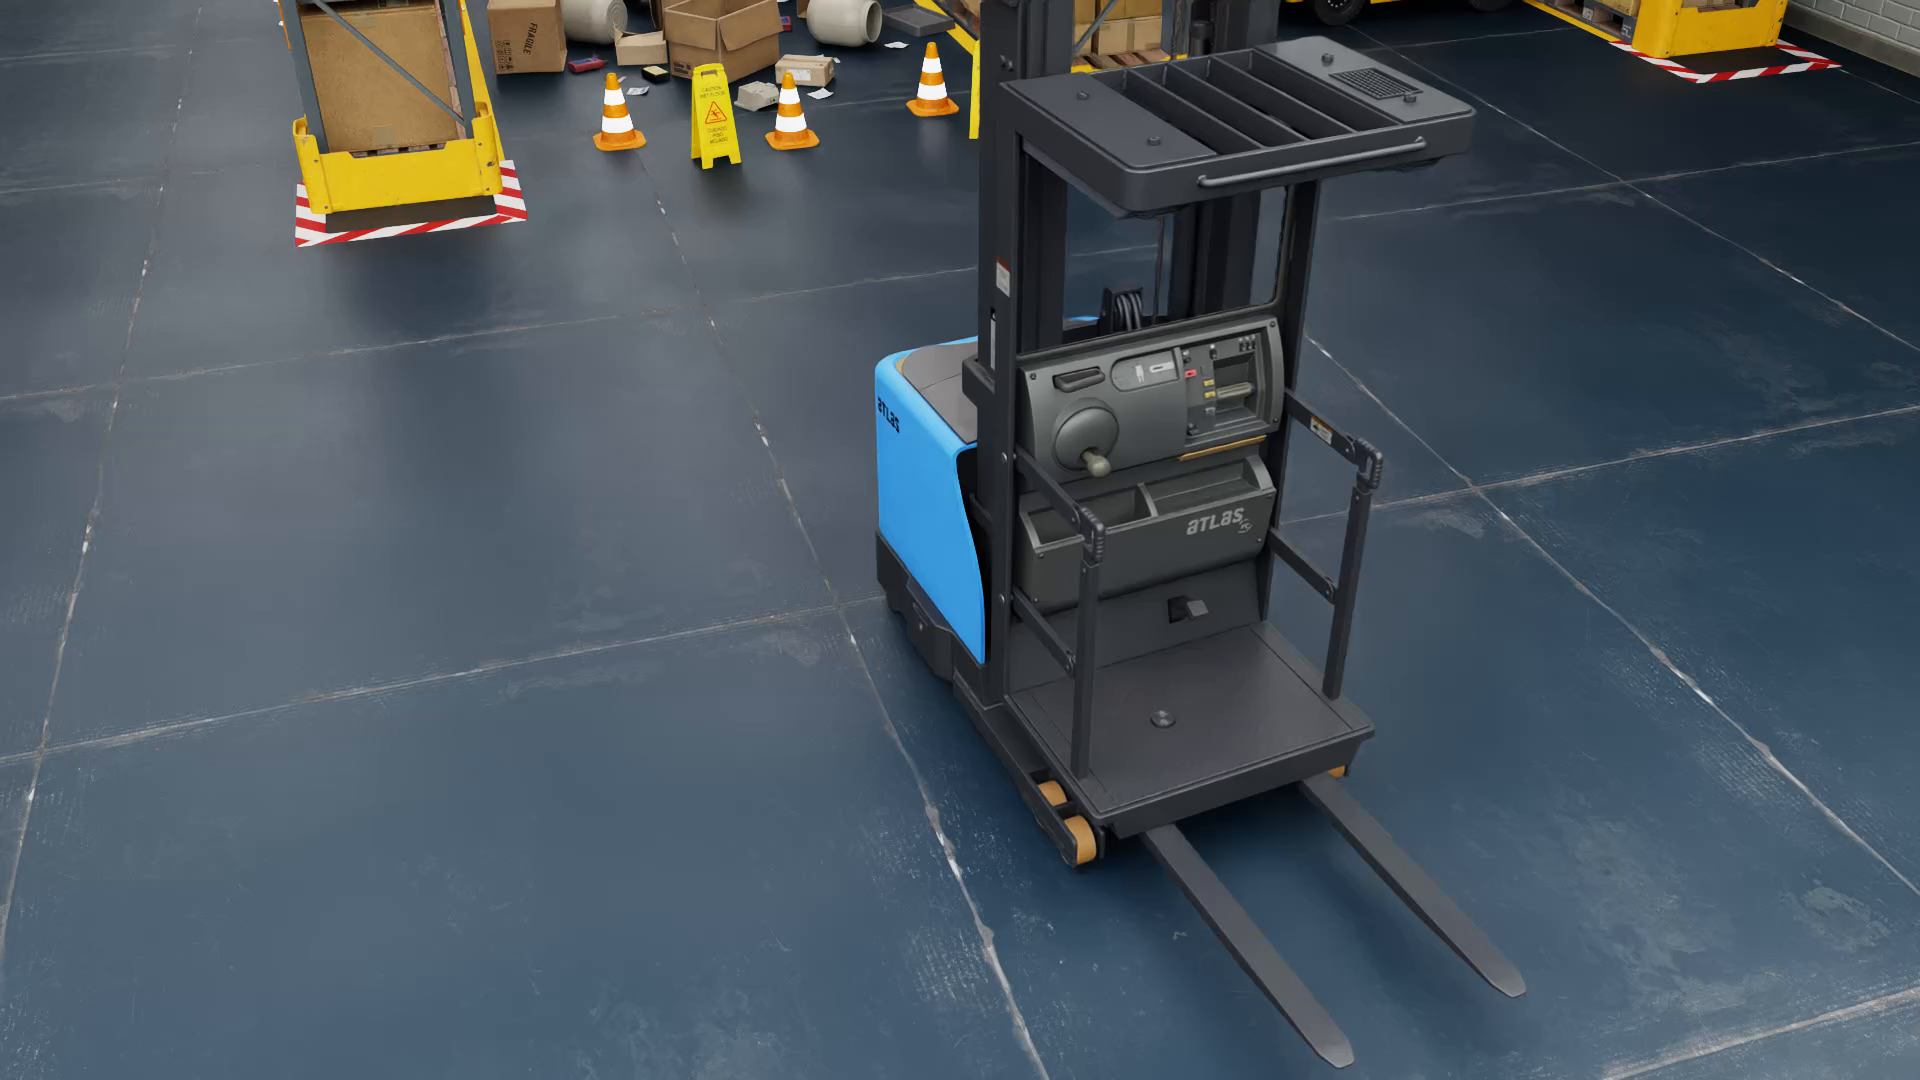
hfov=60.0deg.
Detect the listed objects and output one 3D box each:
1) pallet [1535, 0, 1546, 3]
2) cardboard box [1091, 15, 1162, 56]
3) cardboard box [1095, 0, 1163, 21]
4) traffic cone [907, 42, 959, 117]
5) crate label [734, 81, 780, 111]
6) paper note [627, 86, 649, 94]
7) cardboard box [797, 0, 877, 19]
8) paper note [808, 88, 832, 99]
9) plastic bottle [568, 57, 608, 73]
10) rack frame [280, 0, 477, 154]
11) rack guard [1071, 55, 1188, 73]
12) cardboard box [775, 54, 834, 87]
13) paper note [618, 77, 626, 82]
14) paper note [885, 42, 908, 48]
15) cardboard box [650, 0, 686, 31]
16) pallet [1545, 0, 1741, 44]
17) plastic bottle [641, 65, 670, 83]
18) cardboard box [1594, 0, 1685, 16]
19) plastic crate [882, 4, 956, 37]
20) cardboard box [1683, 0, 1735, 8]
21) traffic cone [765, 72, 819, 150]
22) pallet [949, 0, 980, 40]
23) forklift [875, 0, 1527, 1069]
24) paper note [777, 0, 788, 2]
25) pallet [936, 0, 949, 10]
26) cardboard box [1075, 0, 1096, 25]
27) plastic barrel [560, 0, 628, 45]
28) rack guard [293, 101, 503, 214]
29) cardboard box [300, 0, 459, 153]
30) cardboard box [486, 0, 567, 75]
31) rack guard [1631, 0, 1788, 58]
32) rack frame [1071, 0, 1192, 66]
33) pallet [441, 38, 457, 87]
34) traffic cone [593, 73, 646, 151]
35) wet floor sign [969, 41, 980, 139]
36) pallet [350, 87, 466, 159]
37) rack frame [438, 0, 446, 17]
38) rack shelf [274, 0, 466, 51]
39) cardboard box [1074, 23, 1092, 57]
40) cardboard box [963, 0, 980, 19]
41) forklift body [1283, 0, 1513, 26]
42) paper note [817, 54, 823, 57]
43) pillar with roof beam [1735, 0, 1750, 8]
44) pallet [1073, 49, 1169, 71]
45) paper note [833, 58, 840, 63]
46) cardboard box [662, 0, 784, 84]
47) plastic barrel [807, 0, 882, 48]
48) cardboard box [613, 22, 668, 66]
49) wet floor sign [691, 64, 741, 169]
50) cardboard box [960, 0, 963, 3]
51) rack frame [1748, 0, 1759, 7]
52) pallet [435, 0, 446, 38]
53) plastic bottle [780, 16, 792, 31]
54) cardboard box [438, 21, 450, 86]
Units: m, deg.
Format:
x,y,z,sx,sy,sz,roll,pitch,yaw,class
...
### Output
x,y,z,sx,sy,sz,roll,pitch,yaw,class
5.248,-5.055,14.708,1.003,0.211,1.213,-10,35,-15,pallet
1.181,-3.846,12.462,0.500,0.250,0.500,-10,35,-15,cardboard box
1.173,-4.171,12.274,0.500,0.500,0.500,-11,35,-16,cardboard box
-0.196,-3.298,11.821,0.336,0.463,0.334,-10,35,-15,traffic cone
-1.448,-3.199,11.967,0.298,0.136,0.250,27,42,34,crate label
-2.368,-3.310,12.232,0.144,0.017,0.142,1,33,2,paper note
-1.026,-4.615,13.778,0.500,0.500,0.500,13,36,18,cardboard box
-1.020,-3.271,12.172,0.148,0.019,0.142,-23,40,-31,paper note
-2.835,-3.630,12.689,0.283,0.061,0.133,-23,40,-31,plastic bottle
-3.520,-3.462,9.769,1.000,3.000,0.127,-10,35,-15,rack frame
1.140,-3.345,11.858,1.175,0.500,0.348,-10,35,-15,rack guard
-1.160,-3.506,12.421,0.380,0.149,0.250,7,34,10,cardboard box
-2.538,-3.454,12.468,0.032,0.001,0.123,7,34,10,paper note
-0.500,-3.921,13.156,0.142,0.019,0.148,-23,40,-31,paper note
-2.076,-4.349,13.252,0.797,0.637,0.503,-10,35,-15,cardboard box
5.616,-4.415,13.741,1.003,0.211,1.213,-10,35,-15,pallet
-2.306,-3.512,12.510,0.133,0.061,0.283,-23,40,-31,plastic bottle
5.445,-4.406,13.310,0.500,0.250,0.500,-10,35,-14,cardboard box
-0.359,-4.267,13.636,0.402,0.080,0.583,-23,40,-31,plastic crate
5.926,-4.503,13.457,0.500,0.250,0.500,-10,35,-15,cardboard box
-1.149,-2.933,11.269,0.336,0.463,0.334,-10,35,-15,traffic cone
0.558,-4.296,13.560,1.003,0.211,1.213,-10,35,-15,pallet
0.727,-0.403,5.201,1.130,2.935,3.031,-14,36,-20,forklift
-1.520,-4.644,14.250,0.148,0.019,0.142,-10,35,-15,paper note
0.182,-4.938,14.531,1.003,0.211,1.213,-10,35,-15,pallet
0.671,-4.065,12.114,0.500,0.500,0.500,-10,35,-14,cardboard box
-2.933,-4.150,13.146,0.512,0.421,0.421,13,36,18,plastic barrel
-3.512,-2.407,10.439,1.175,0.500,0.348,-10,35,-15,rack guard
-3.789,-3.096,10.761,0.875,0.875,0.875,-10,35,-14,cardboard box
-3.289,-3.878,12.663,0.500,0.500,0.500,-4,34,-6,cardboard box
5.897,-4.129,13.045,1.175,0.500,0.348,-10,35,-15,rack guard
1.164,-4.348,11.109,1.000,3.000,0.127,-10,35,-15,rack frame
-4.207,-3.345,12.120,1.003,0.211,1.213,-10,35,-15,pallet
-2.329,-2.921,11.251,0.336,0.463,0.334,-10,35,-15,traffic cone
0.203,-3.086,11.334,0.267,0.644,0.232,1,33,2,wet floor sign
-3.838,-2.705,11.153,1.003,0.211,1.213,-10,35,-15,pallet
-4.740,-5.562,12.947,1.000,3.000,0.127,-10,35,-15,rack frame
-4.130,-4.212,11.556,1.077,0.370,4.000,-10,35,-15,rack shelf
0.653,-3.767,12.344,0.500,0.250,0.500,-10,35,-15,cardboard box
0.345,-4.302,13.153,0.500,0.250,0.500,-11,35,-16,cardboard box
3.574,-5.519,13.651,2.313,2.155,1.214,-10,35,-15,forklift body
-1.137,-3.737,12.888,0.148,0.019,0.142,1,33,2,paper note
2.436,-7.480,10.408,9.100,9.000,0.400,-10,35,-15,pillar with roof beam
0.926,-3.657,12.592,1.003,0.211,1.213,-10,35,-15,pallet
-0.955,-3.710,12.856,0.032,0.001,0.123,-10,35,-15,paper note
-1.783,-3.803,12.548,0.637,0.503,0.797,19,38,26,cardboard box
-0.908,-4.103,13.075,0.512,0.421,0.421,13,36,18,plastic barrel
-2.462,-3.829,12.804,0.396,0.266,0.258,-4,34,-6,cardboard box
-1.625,-2.798,10.899,0.267,0.644,0.232,-16,37,-23,wet floor sign
0.204,-4.564,13.549,0.500,0.250,0.500,-10,35,-15,cardboard box
5.890,-5.184,12.375,1.000,3.000,0.127,-10,35,-15,rack frame
-4.582,-3.987,13.091,1.003,0.211,1.213,-10,35,-15,pallet
-1.449,-4.229,13.594,0.133,0.061,0.283,-4,34,-6,plastic bottle
-4.060,-3.557,11.459,0.875,0.875,0.875,-11,35,-15,cardboard box
